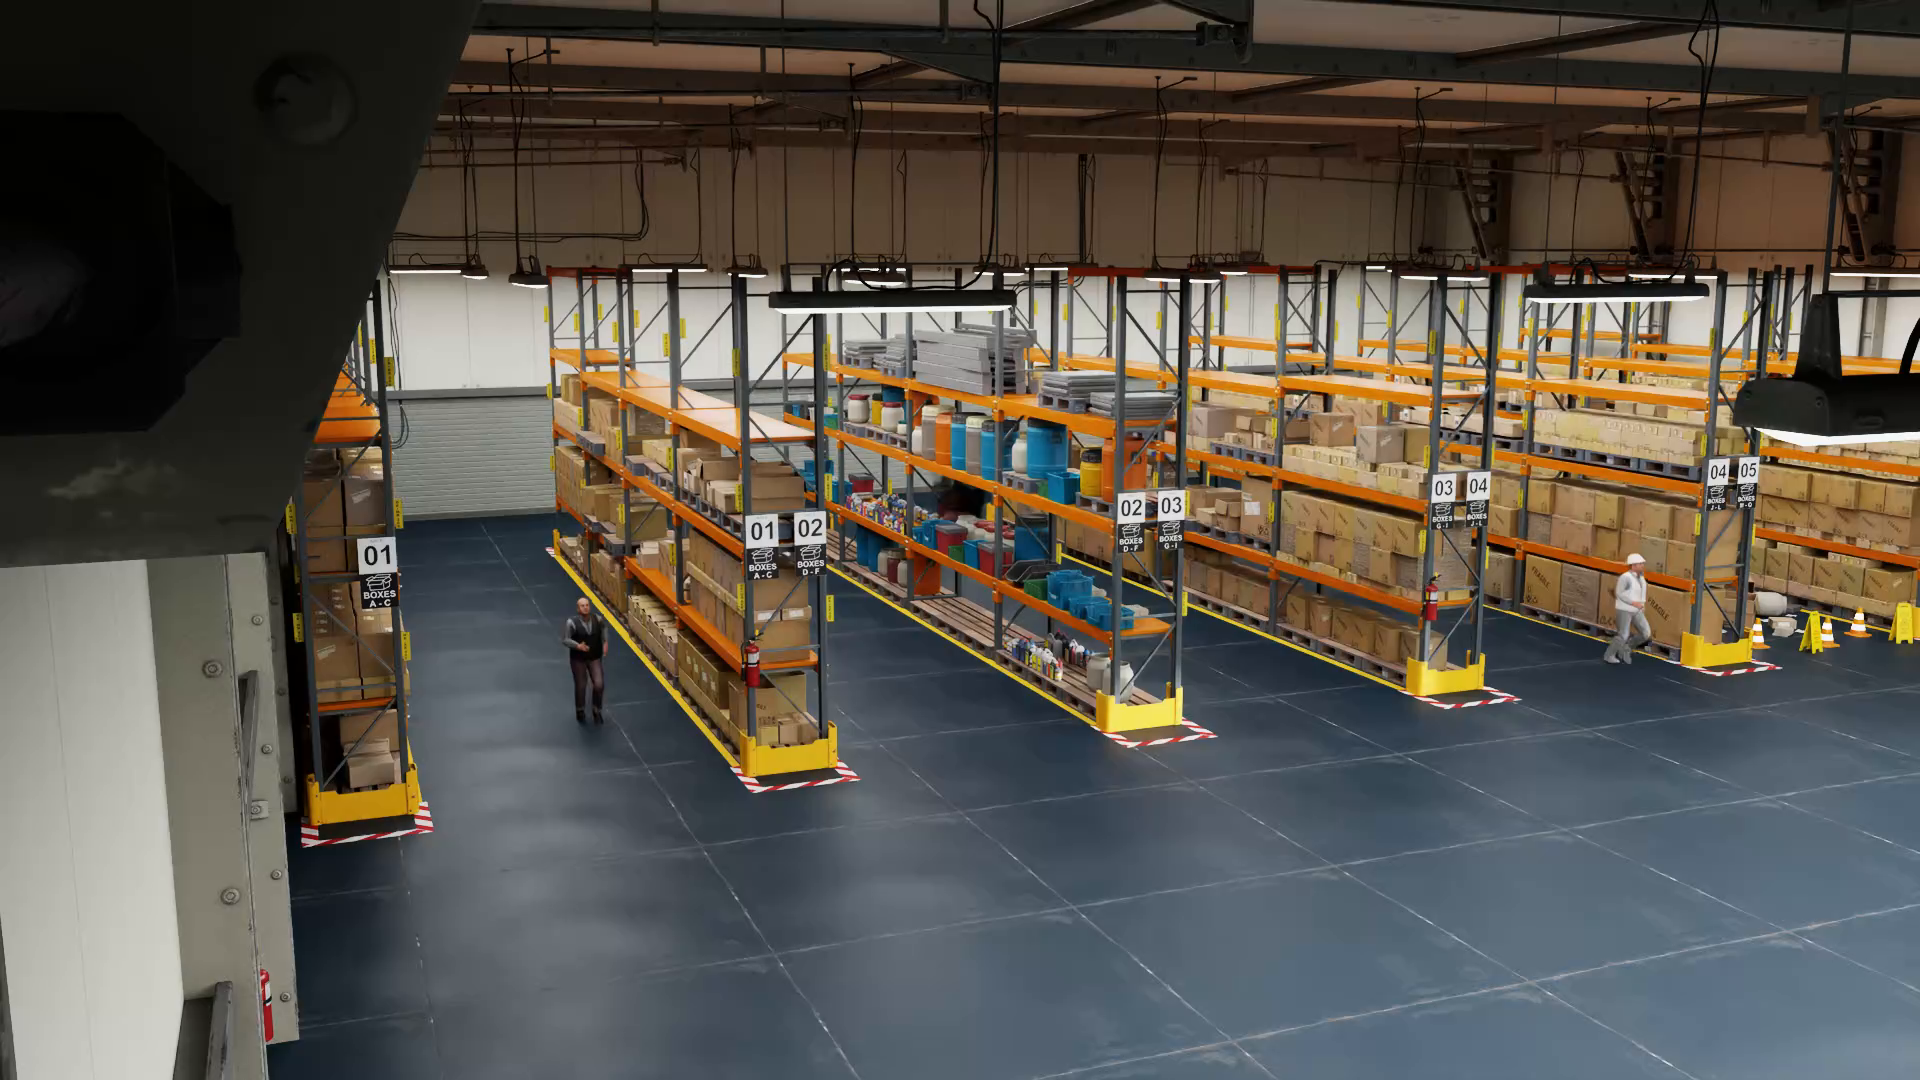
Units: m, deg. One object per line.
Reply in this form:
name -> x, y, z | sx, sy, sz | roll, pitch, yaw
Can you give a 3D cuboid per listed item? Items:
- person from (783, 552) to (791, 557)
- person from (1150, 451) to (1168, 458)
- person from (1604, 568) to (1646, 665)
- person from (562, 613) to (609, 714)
person -> -3.247, 0.041, 29.697 | 0.603, 1.808, 0.651 | -5, 11, -28
person -> 4.852, -1.513, 41.134 | 0.861, 1.443, 0.648 | -7, 12, -36
person -> 10.239, 1.172, 25.564 | 0.486, 1.514, 0.446 | -6, 11, -29
person -> -5.024, 1.654, 22.399 | 0.669, 1.418, 0.636 | -5, 11, -25
